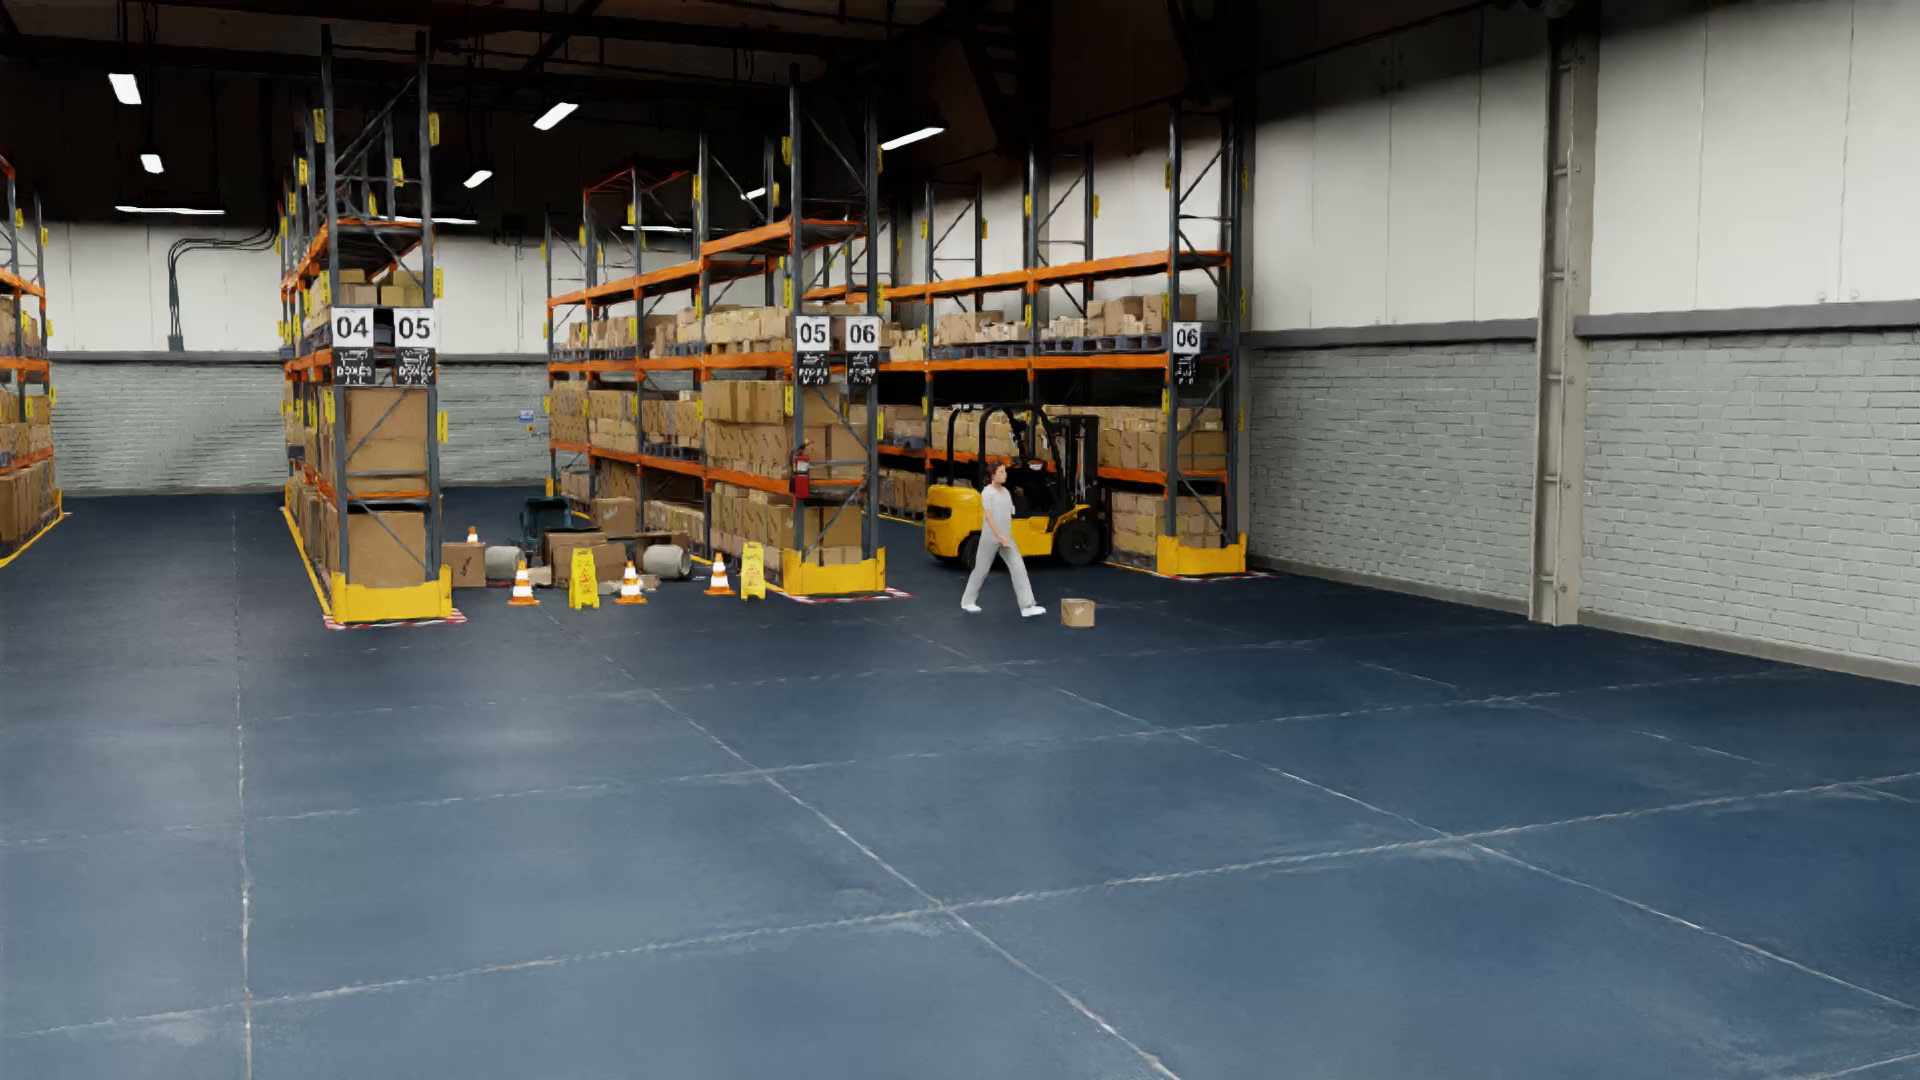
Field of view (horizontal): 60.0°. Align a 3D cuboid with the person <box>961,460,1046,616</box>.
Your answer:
[{"bbox_3d":[0.424,-0.021,17.219,0.474,1.609,1.018,-5,8,-45],"label":"person"}]
